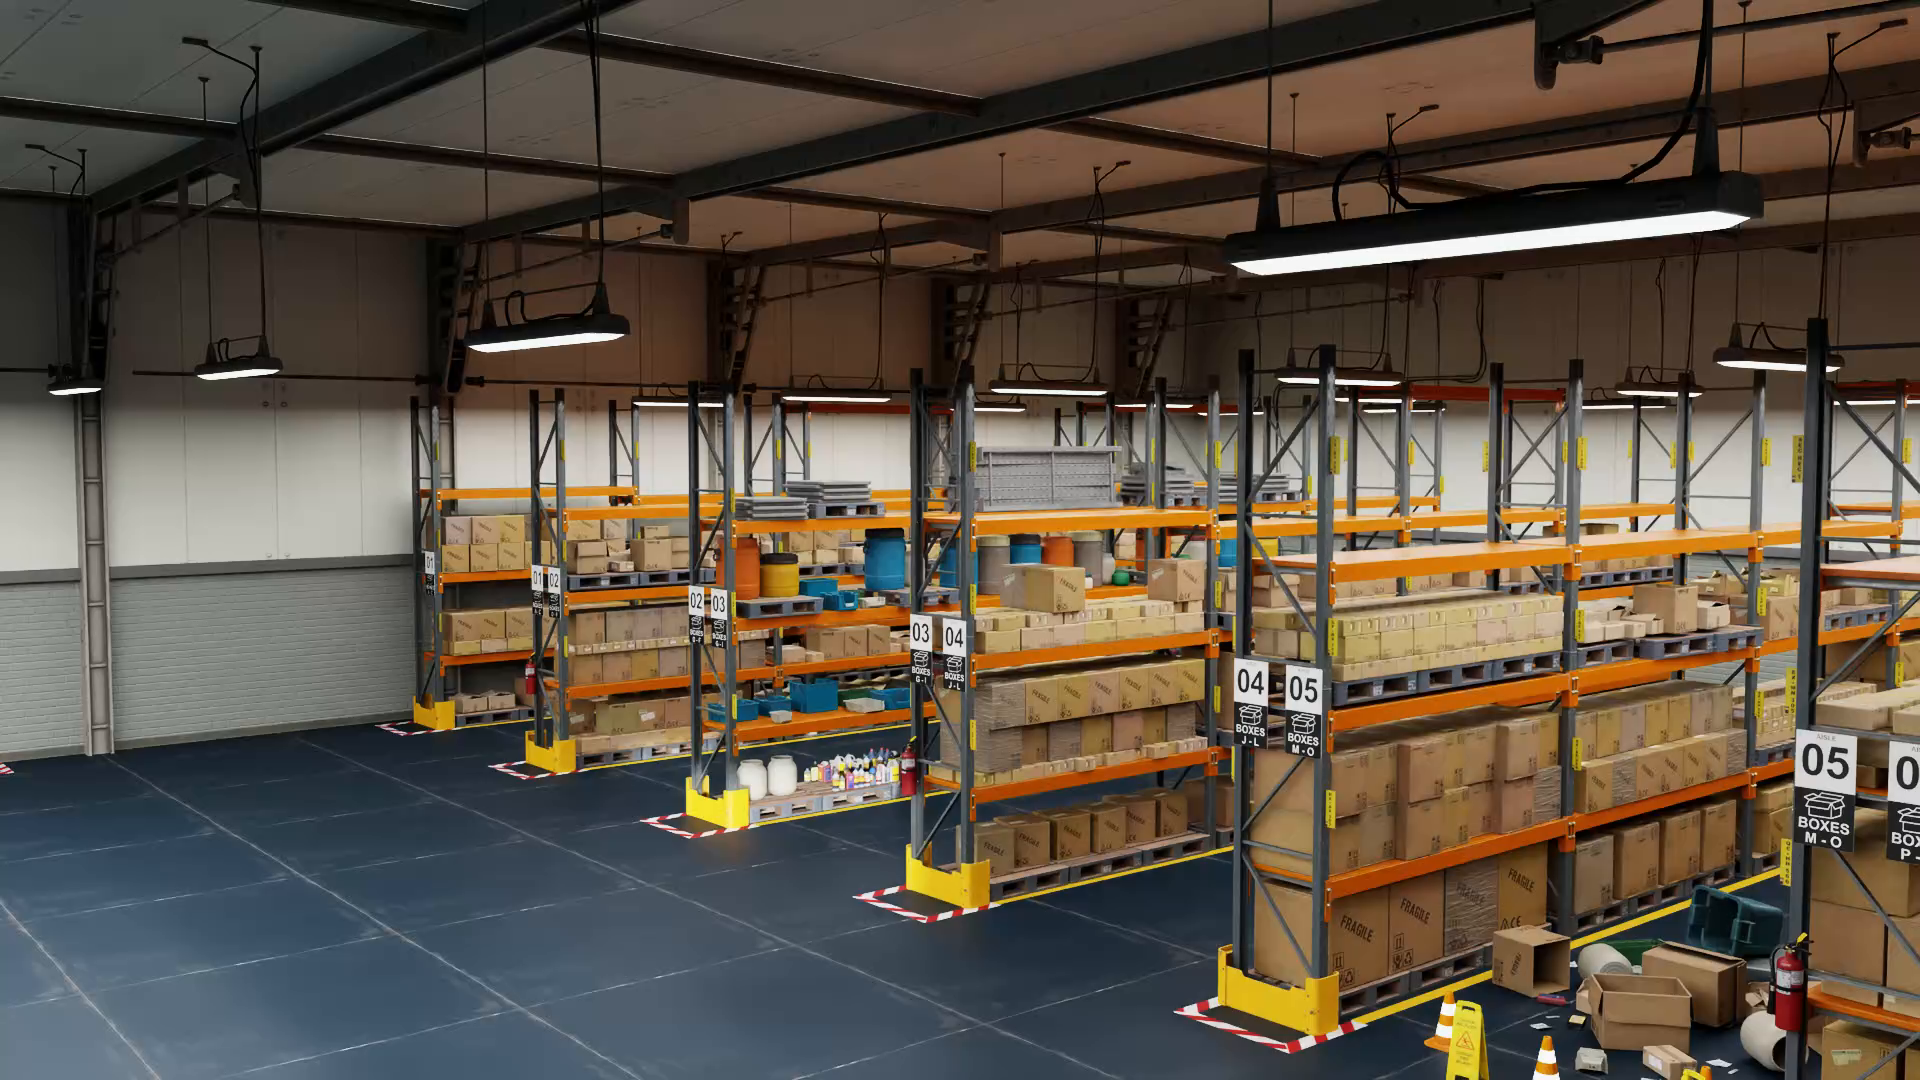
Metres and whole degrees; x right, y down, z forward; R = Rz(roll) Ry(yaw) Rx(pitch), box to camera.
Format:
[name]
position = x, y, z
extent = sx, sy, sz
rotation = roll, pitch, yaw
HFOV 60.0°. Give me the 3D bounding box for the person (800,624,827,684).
[person]
position = -2.695, 2.452, 31.907
extent = 0.701, 1.657, 1.051
rotation = 3, 4, 38
